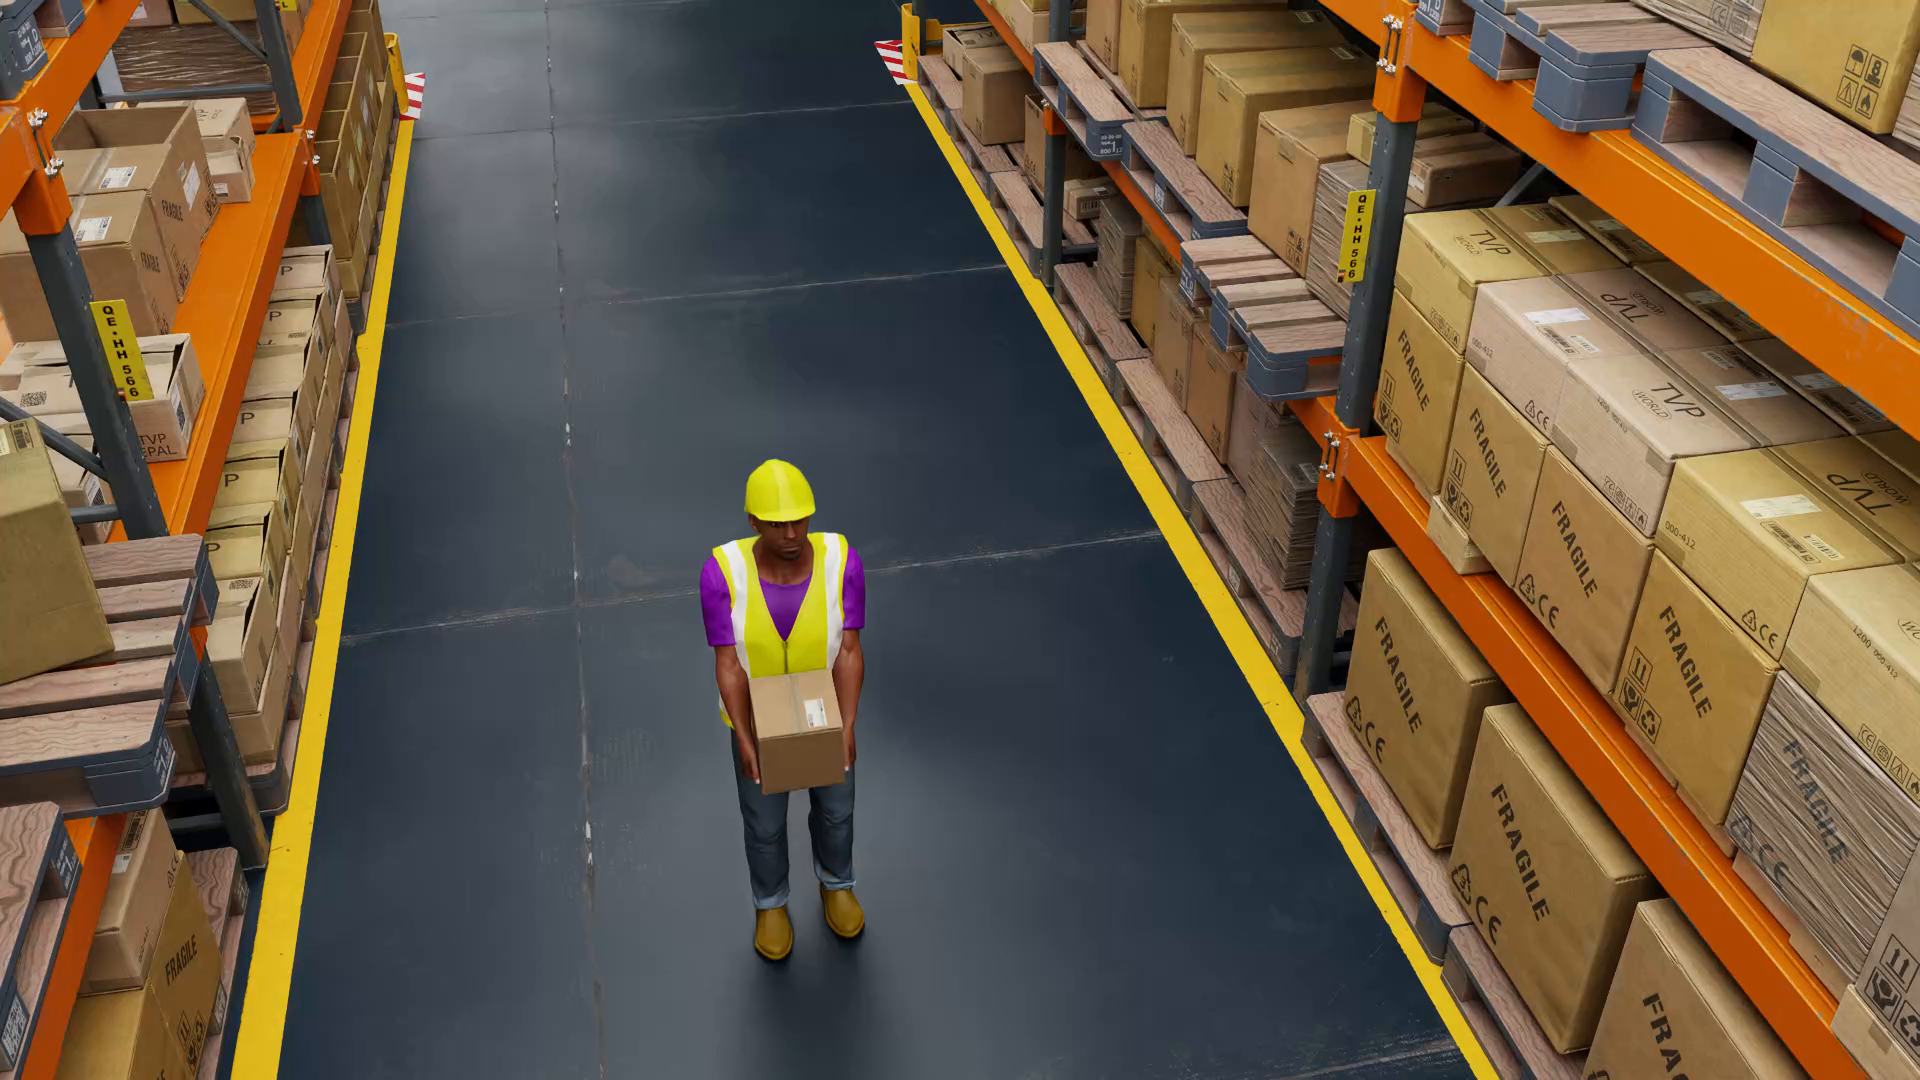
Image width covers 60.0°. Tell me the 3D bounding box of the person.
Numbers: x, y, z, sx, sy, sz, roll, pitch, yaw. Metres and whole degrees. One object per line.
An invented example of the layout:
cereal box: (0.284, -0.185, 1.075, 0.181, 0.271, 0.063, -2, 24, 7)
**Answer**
person: (-0.515, 0.599, 5.245, 0.503, 1.758, 0.577, -7, 35, -10)
